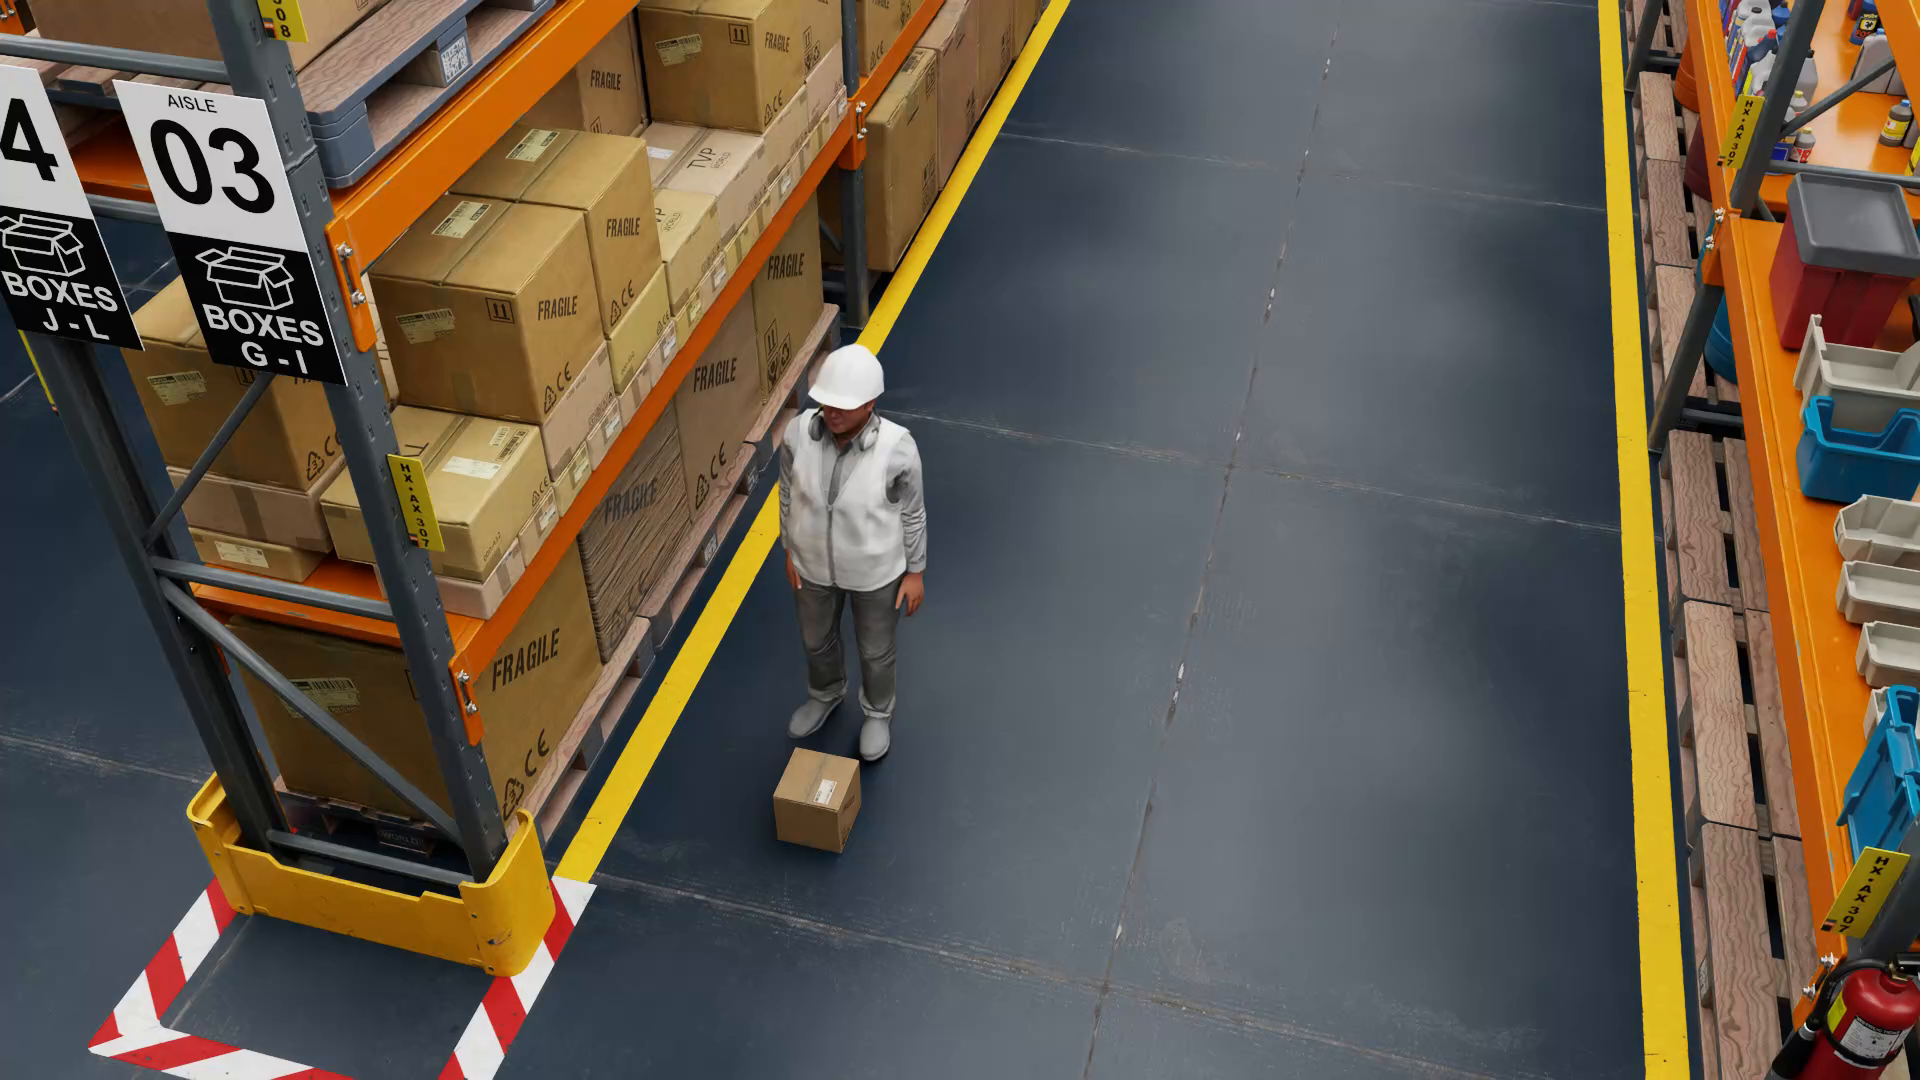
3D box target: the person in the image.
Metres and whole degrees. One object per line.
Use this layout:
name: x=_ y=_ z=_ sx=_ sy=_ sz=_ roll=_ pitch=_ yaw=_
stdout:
person: x=-0.378 y=0.098 z=6.045 sx=0.543 sy=1.753 sz=0.400 roll=11 pitch=42 yaw=12
